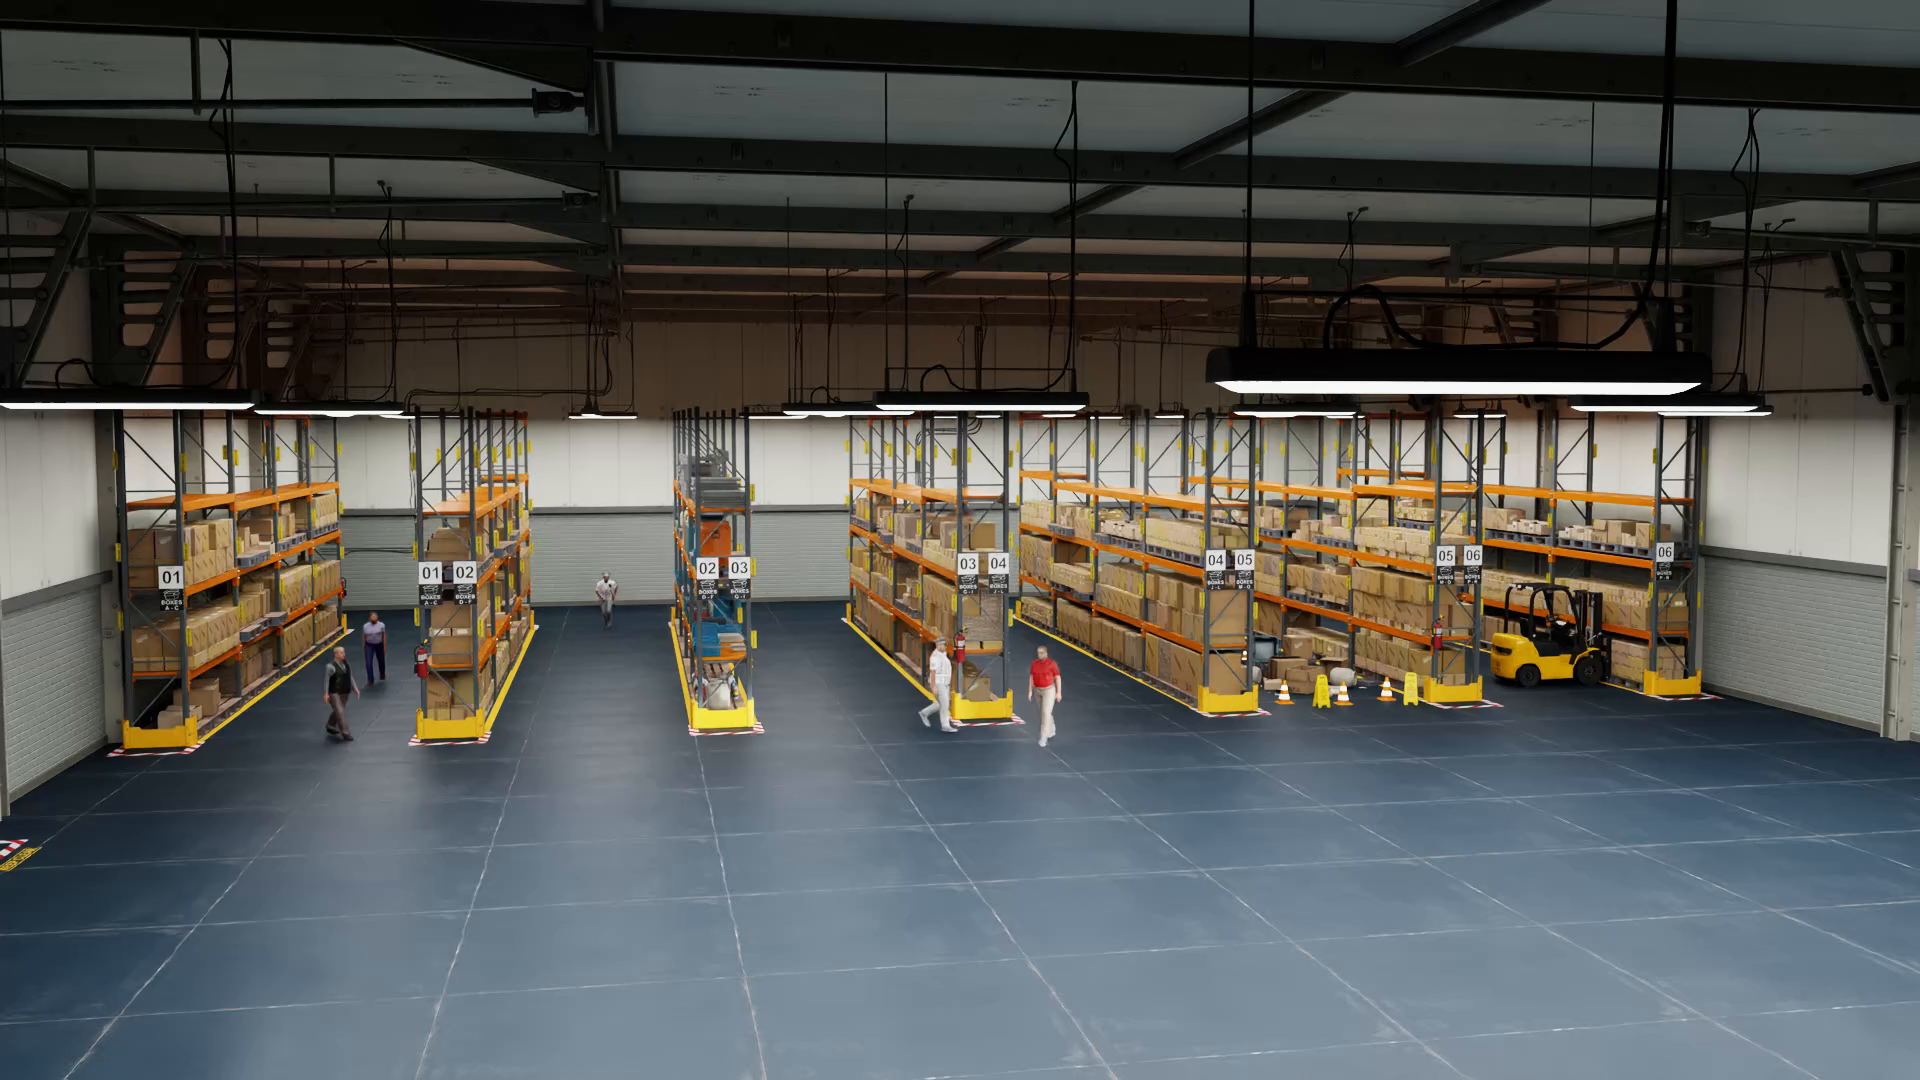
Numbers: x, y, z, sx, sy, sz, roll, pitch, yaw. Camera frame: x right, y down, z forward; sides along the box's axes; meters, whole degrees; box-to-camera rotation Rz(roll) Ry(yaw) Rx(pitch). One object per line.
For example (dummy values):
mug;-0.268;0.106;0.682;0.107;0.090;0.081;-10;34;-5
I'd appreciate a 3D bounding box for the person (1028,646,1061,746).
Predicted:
person;1.497;2.749;29.776;0.580;1.707;0.863;3;5;40

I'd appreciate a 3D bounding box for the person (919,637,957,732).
person;-0.387;2.648;30.810;0.831;1.735;0.592;2;4;21

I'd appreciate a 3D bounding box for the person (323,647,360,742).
person;-11.137;2.742;29.868;1.094;1.655;0.601;3;5;36

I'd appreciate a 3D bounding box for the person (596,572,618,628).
person;-9.774;1.657;46.033;0.562;1.597;0.737;0;4;-2

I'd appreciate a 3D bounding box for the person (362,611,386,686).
person;-12.746;2.333;36.213;0.481;1.600;0.857;-1;4;-14
